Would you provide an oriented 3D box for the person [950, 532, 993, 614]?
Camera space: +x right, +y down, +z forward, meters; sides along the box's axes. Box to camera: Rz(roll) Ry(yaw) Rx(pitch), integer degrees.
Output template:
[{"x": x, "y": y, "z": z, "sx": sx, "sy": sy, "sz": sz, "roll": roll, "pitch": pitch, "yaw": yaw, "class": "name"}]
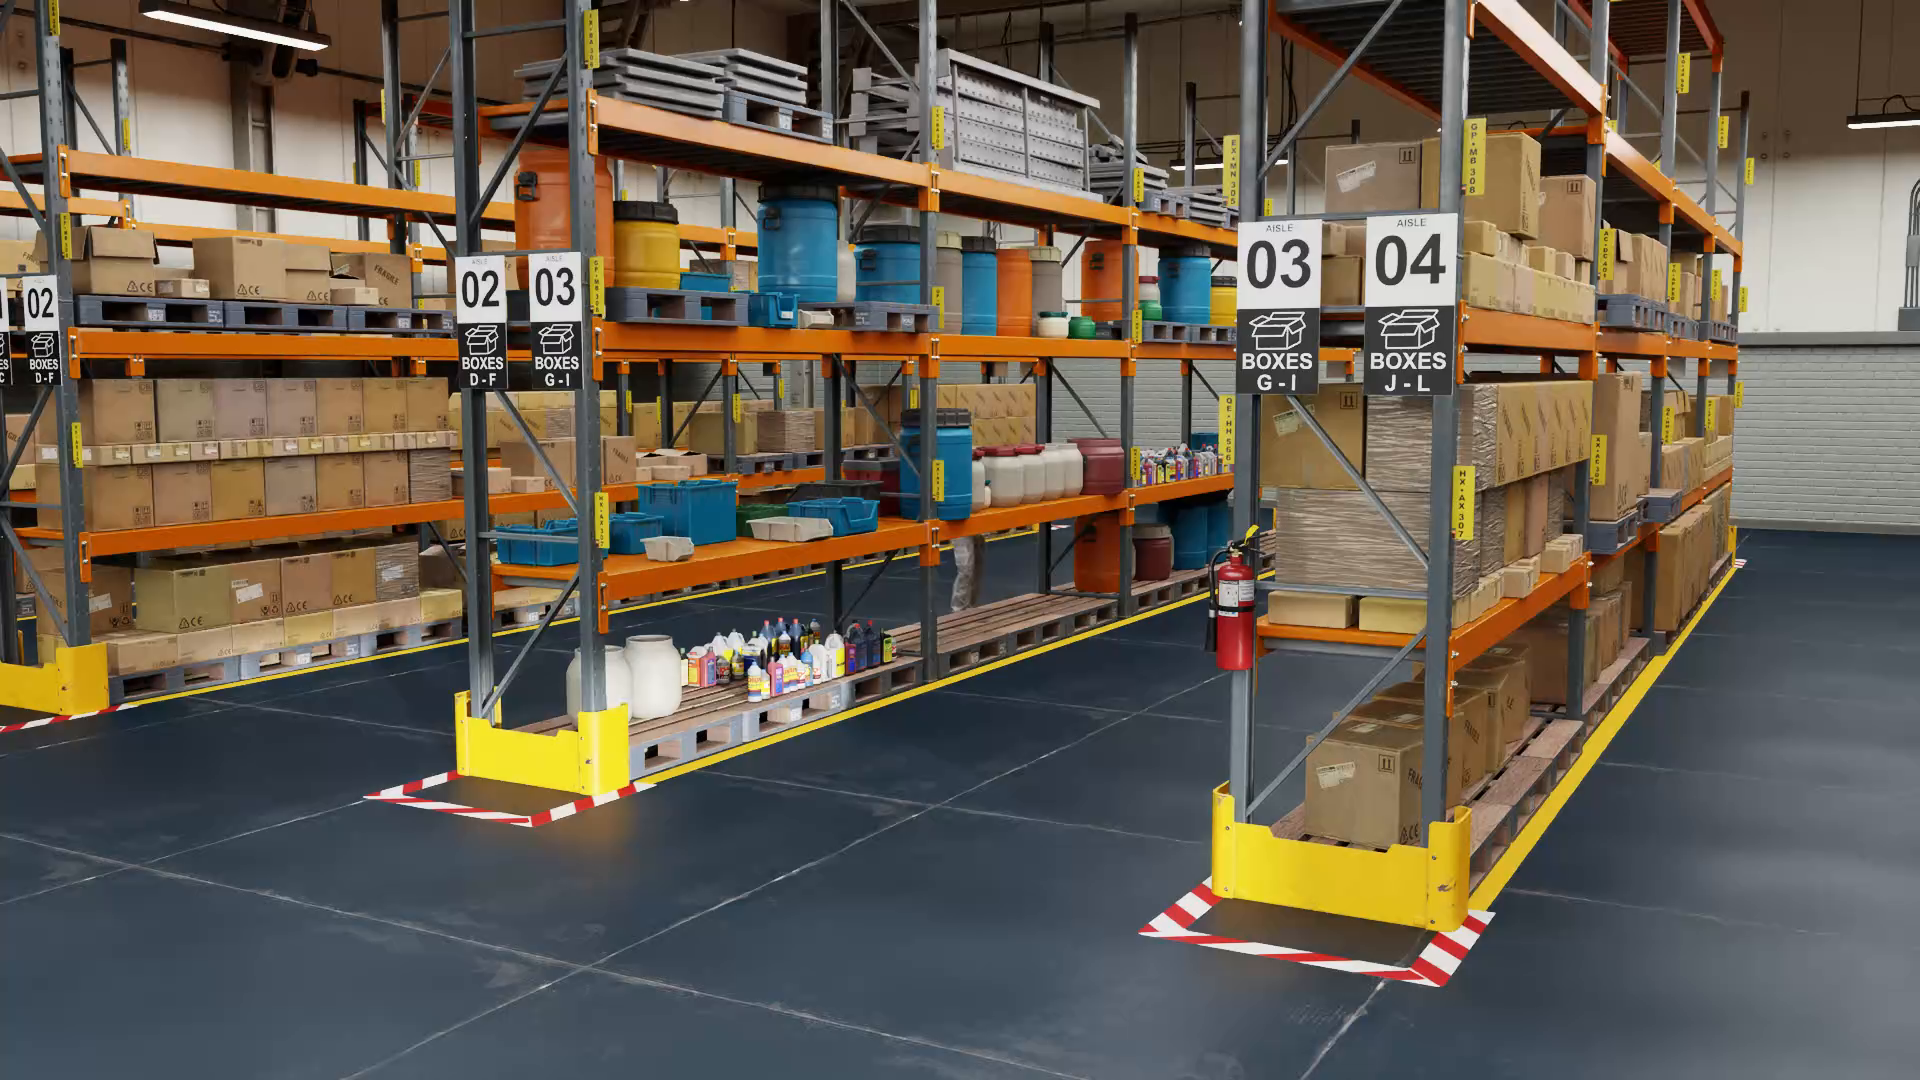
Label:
[{"x": 0.172, "y": -0.055, "z": 16.551, "sx": 0.584, "sy": 1.778, "sz": 0.487, "roll": 3, "pitch": 7, "yaw": 28, "class": "person"}]
